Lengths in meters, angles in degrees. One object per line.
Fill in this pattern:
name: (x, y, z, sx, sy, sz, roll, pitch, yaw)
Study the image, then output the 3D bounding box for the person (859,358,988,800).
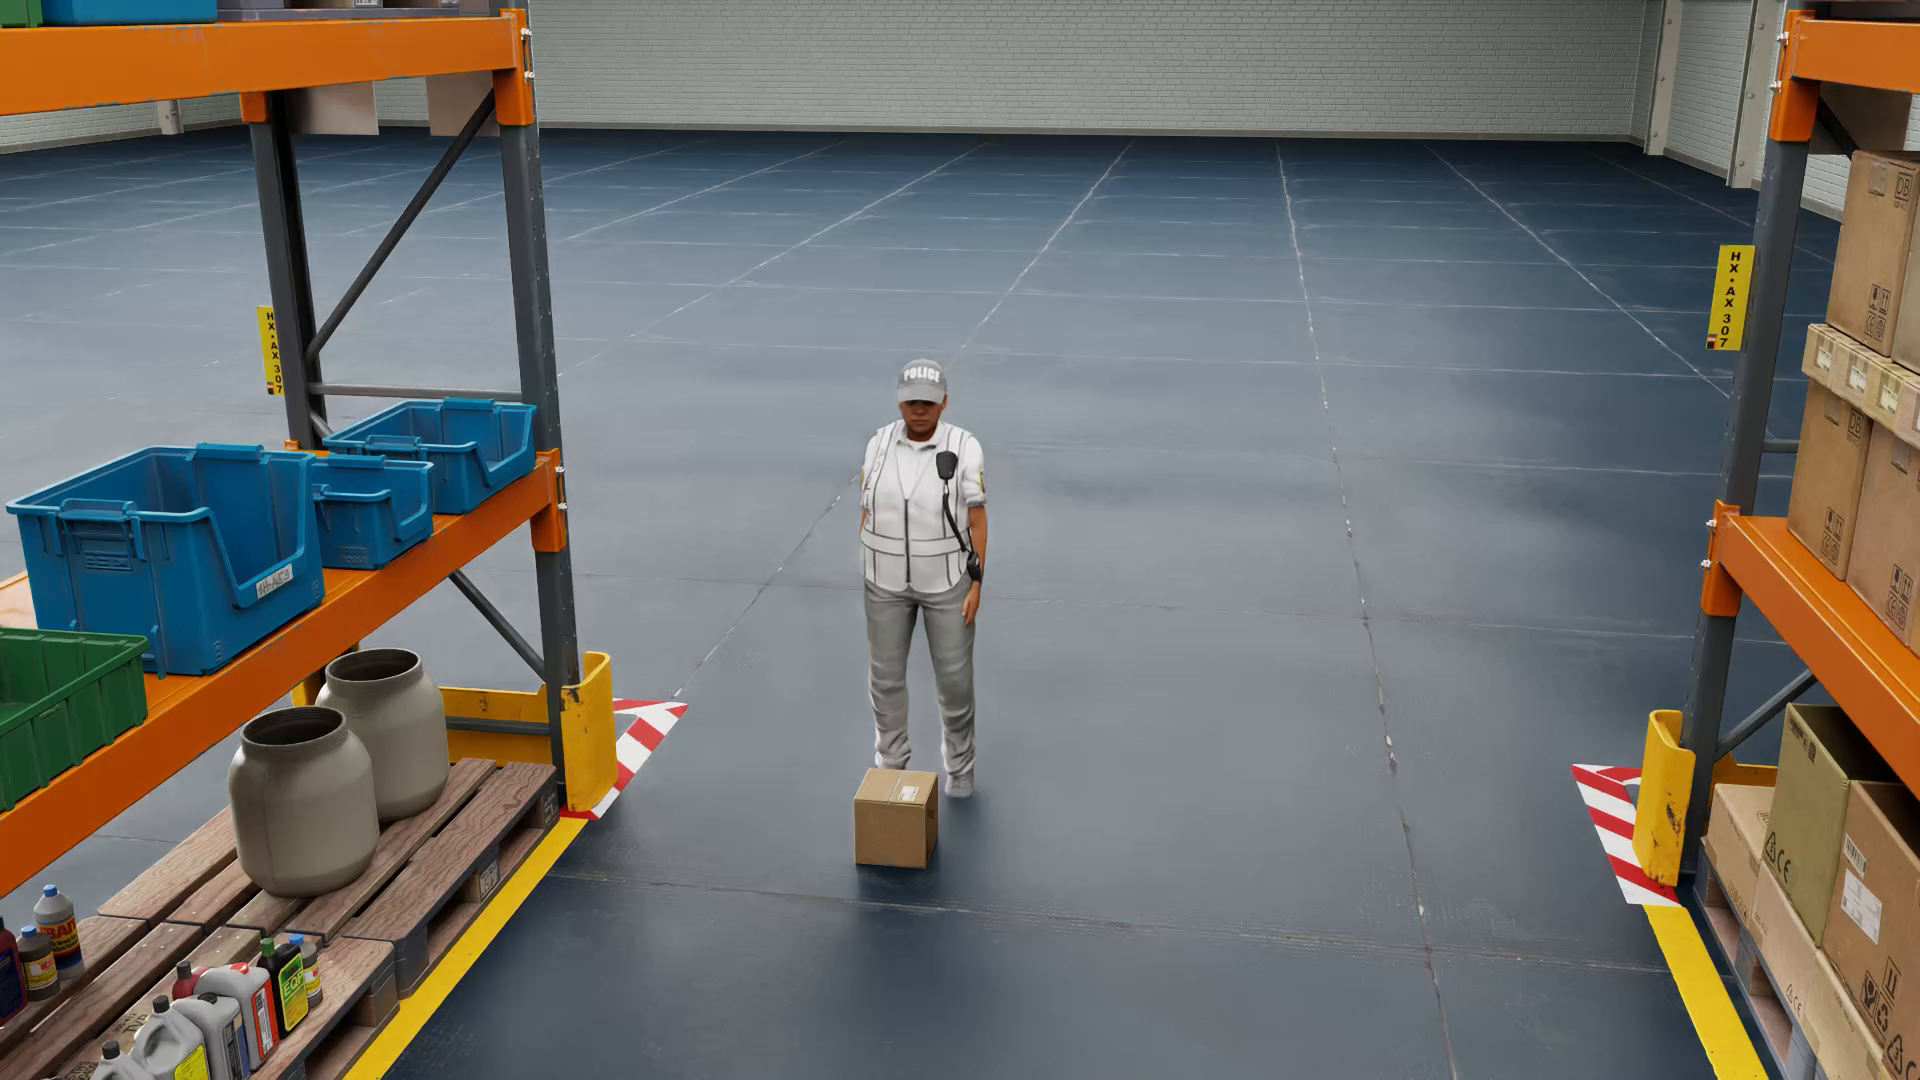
person: (-0.137, 0.190, 6.062, 0.468, 1.715, 0.385, 3, 18, 10)
